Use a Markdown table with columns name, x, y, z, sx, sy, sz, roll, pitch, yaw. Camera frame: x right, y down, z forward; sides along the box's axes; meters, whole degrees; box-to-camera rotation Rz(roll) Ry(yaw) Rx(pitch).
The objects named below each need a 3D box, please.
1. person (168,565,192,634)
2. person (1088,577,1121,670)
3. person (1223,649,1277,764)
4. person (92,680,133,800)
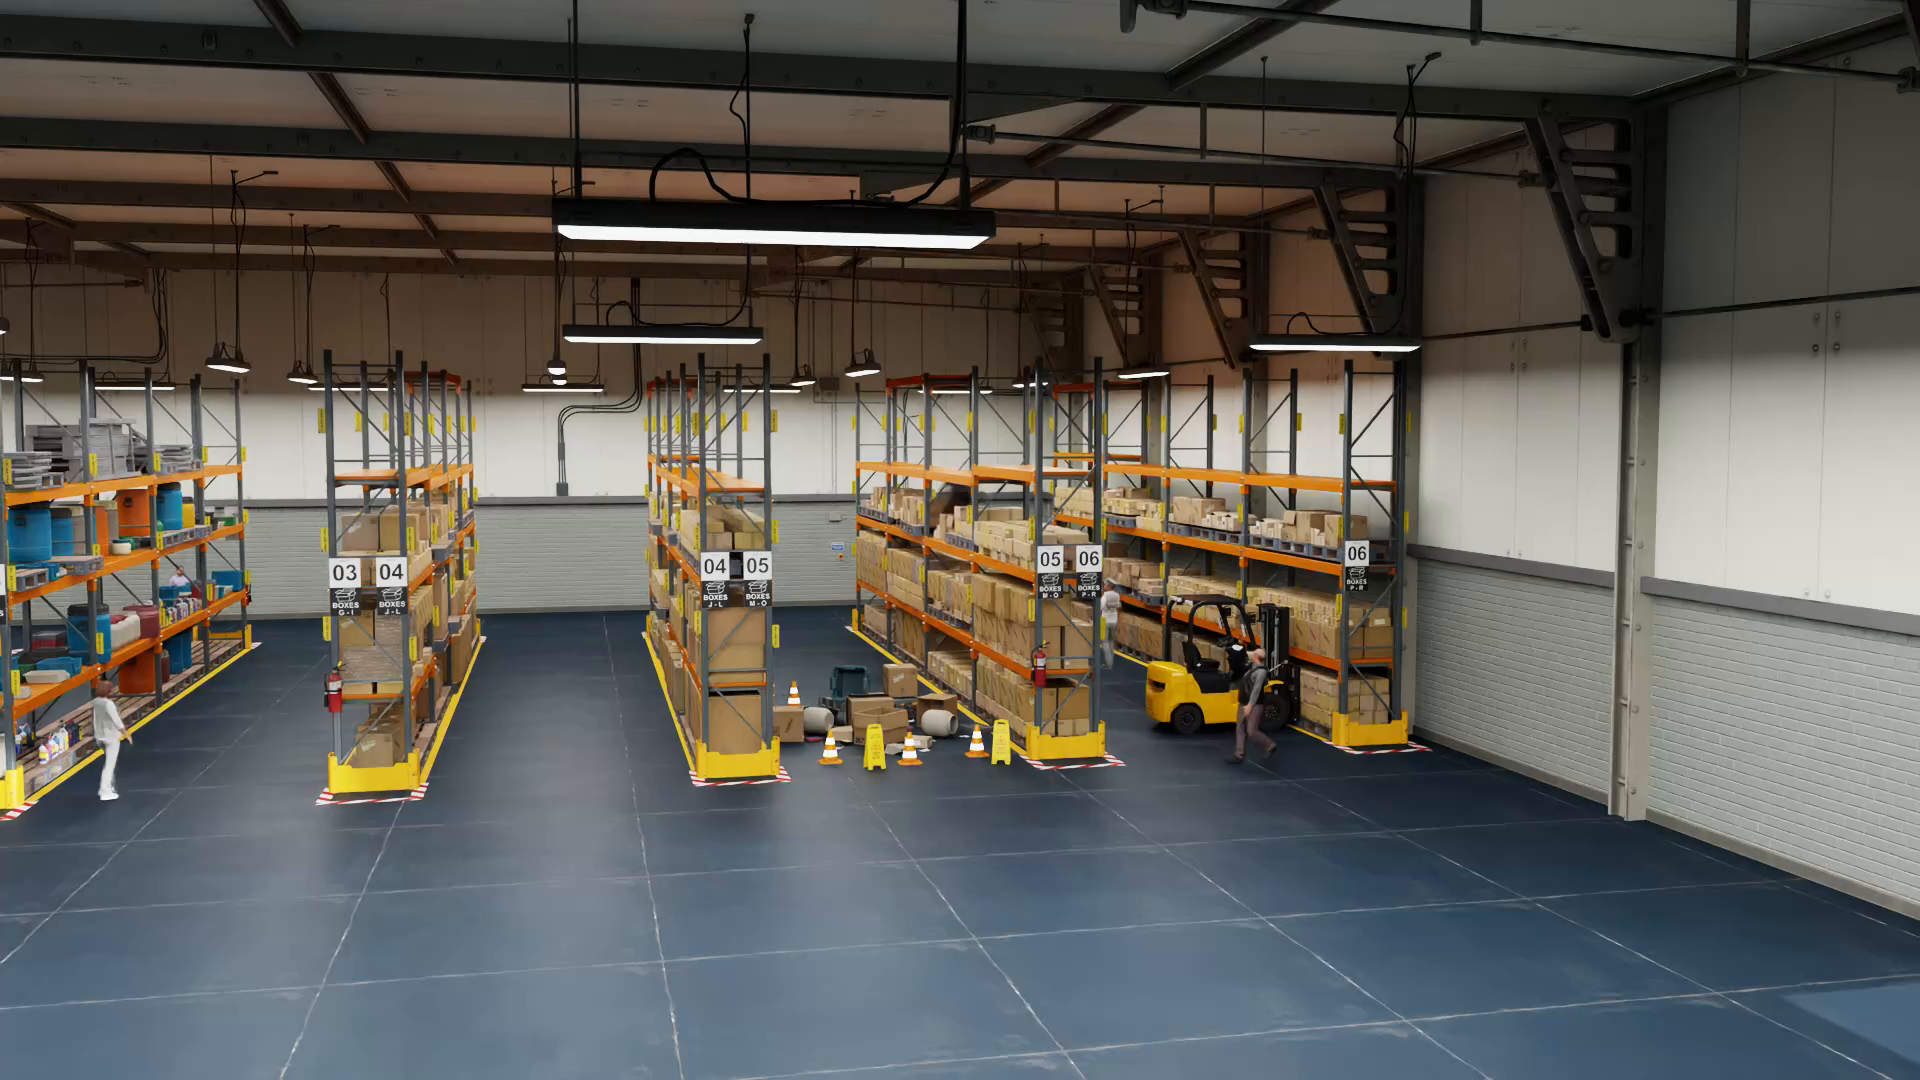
| name | x | y | z | sx | sy | sz | roll | pitch | yaw |
| --- | --- | --- | --- | --- | --- | --- | --- | --- | --- |
| person | -18.563 | 1.431 | 39.632 | 0.558 | 1.676 | 0.420 | -2 | 4 | -22 |
| person | 2.795 | 1.629 | 31.894 | 0.617 | 1.858 | 0.662 | -2 | 4 | -22 |
| person | 4.270 | 2.456 | 24.514 | 0.728 | 1.700 | 0.540 | -2 | 4 | -22 |
| person | -11.317 | 2.661 | 22.123 | 0.484 | 1.616 | 0.449 | 1 | 4 | 19 |
